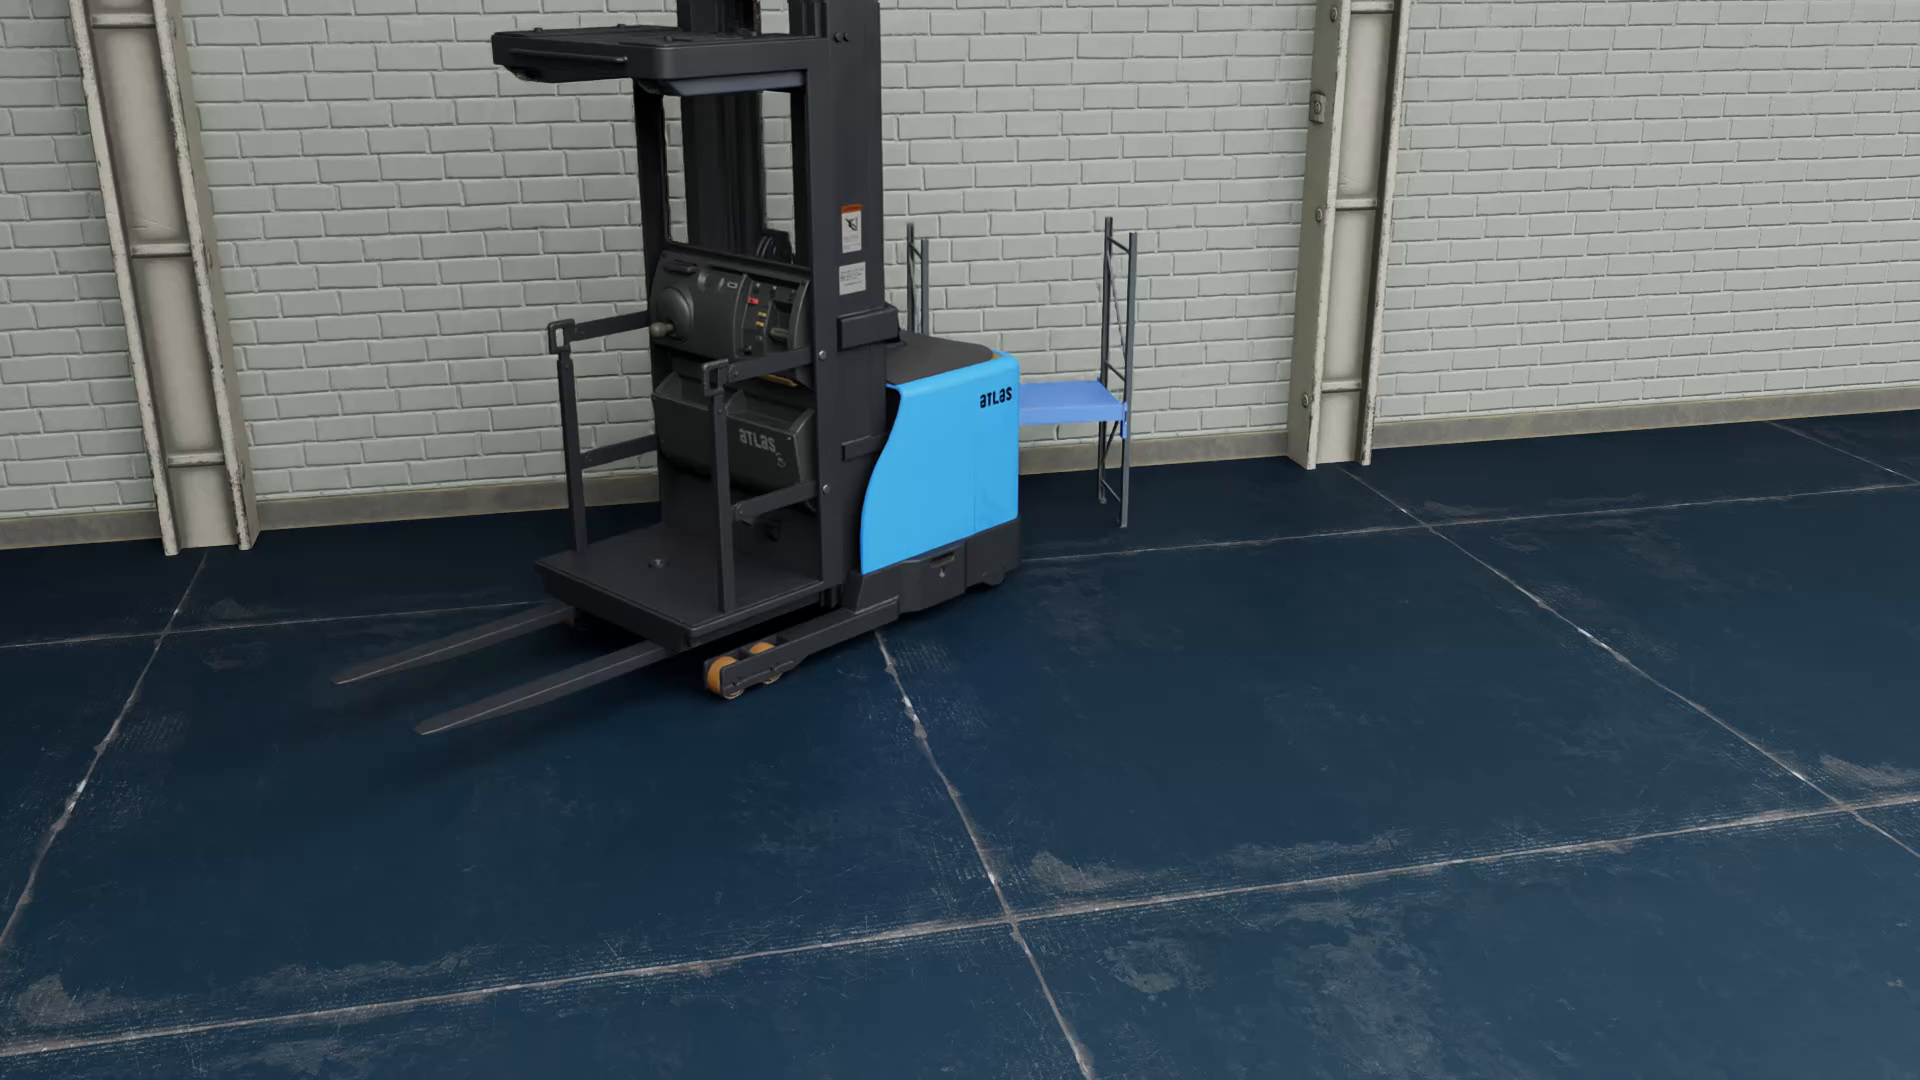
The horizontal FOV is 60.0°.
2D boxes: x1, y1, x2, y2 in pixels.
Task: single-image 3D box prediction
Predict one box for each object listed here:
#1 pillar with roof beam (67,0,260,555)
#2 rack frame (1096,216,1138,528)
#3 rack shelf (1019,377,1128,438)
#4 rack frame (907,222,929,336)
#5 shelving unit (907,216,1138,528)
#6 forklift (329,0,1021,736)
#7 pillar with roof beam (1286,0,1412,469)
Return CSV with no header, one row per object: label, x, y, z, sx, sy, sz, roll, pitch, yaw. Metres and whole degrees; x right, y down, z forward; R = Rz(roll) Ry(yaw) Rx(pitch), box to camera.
pillar with roof beam,-2.731,-2.776,2.810,0.400,9.000,9.100,-5,21,-12
rack frame,0.794,-0.852,8.460,0.032,1.500,0.500,-4,20,-10
rack shelf,0.294,-0.652,8.437,1.000,0.185,0.538,-4,20,-10
rack frame,-0.206,-0.790,8.290,0.032,1.500,0.500,-4,20,-10
shelving unit,0.294,-0.821,8.375,1.048,1.500,0.538,-4,20,-10
forklift,-1.090,-0.944,6.630,1.130,2.935,3.031,18,27,40
pillar with roof beam,3.108,-3.251,4.107,0.400,9.000,9.100,-5,21,-12
